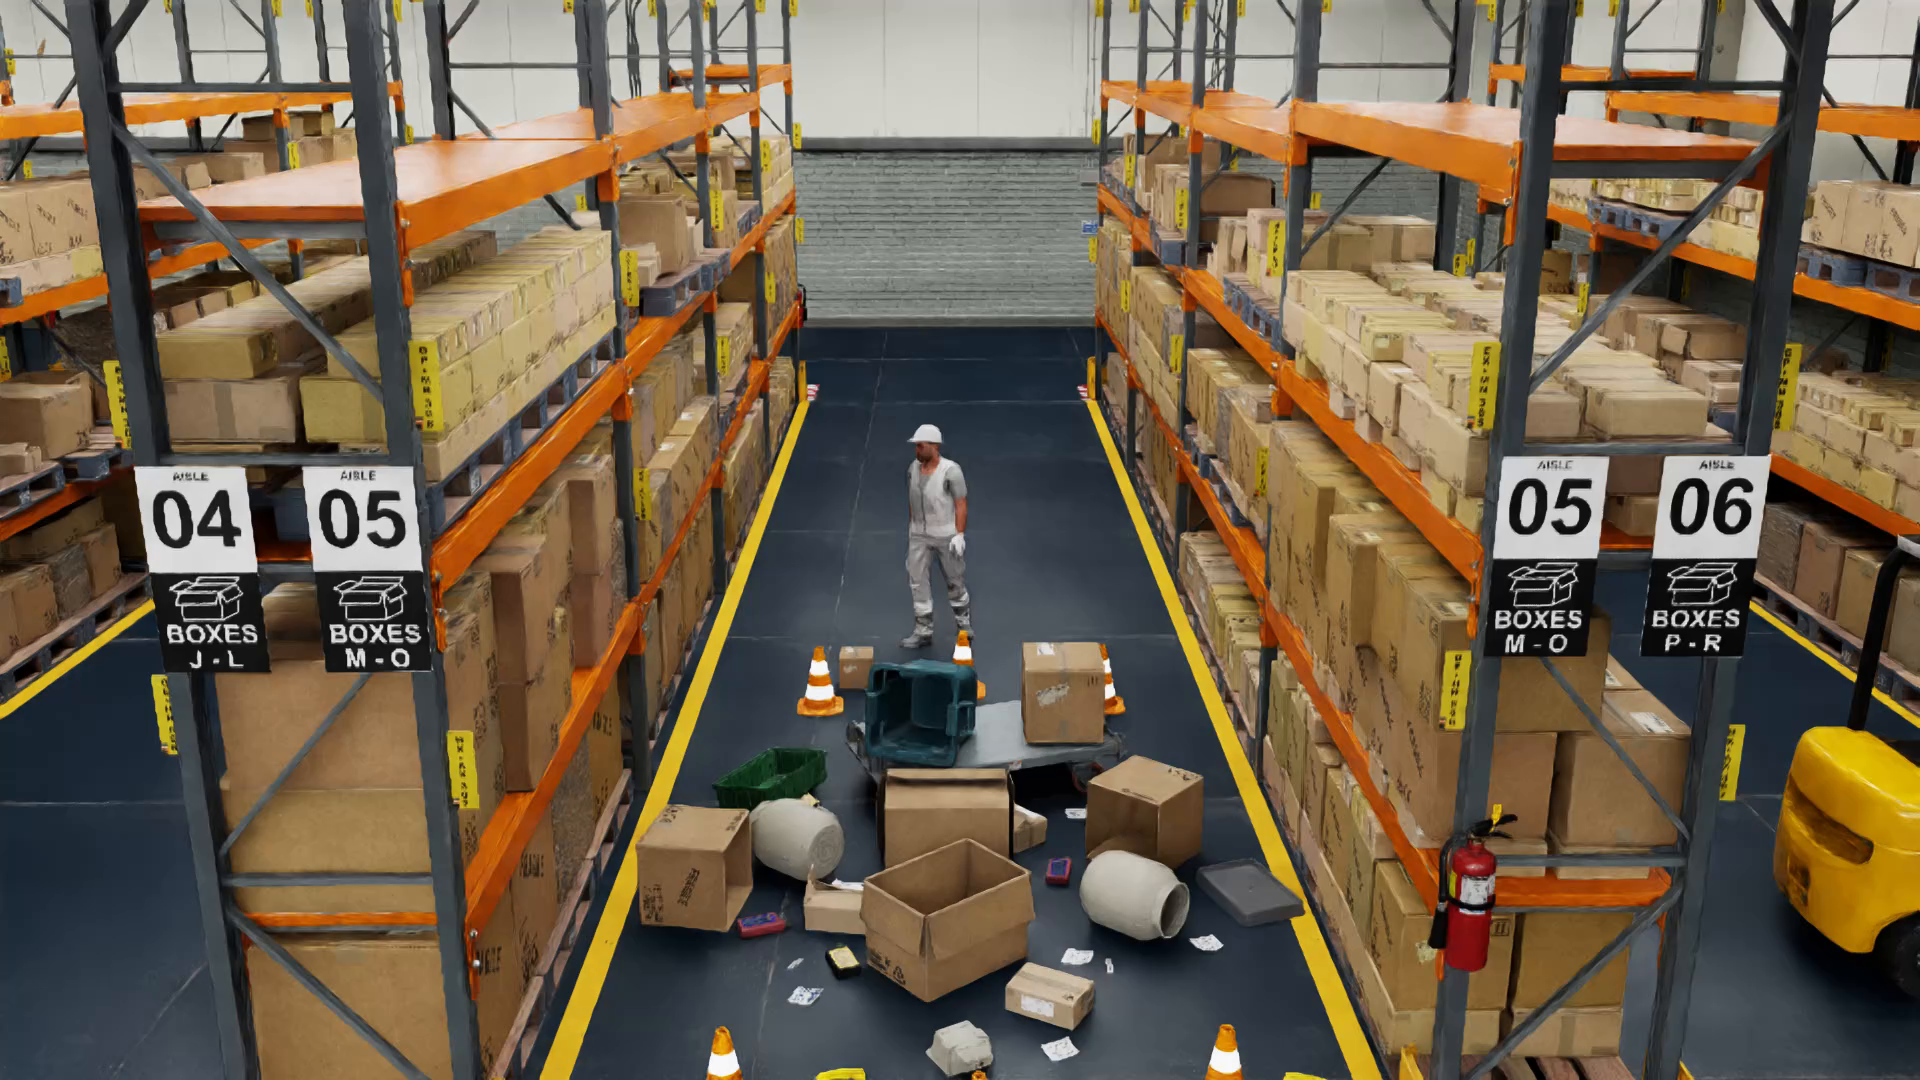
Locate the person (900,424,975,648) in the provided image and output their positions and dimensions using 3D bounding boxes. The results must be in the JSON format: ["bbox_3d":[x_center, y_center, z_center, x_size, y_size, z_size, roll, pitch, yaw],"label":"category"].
[{"bbox_3d":[-0.187,-0.041,13.132,0.581,1.788,0.600,9,19,28],"label":"person"}]
